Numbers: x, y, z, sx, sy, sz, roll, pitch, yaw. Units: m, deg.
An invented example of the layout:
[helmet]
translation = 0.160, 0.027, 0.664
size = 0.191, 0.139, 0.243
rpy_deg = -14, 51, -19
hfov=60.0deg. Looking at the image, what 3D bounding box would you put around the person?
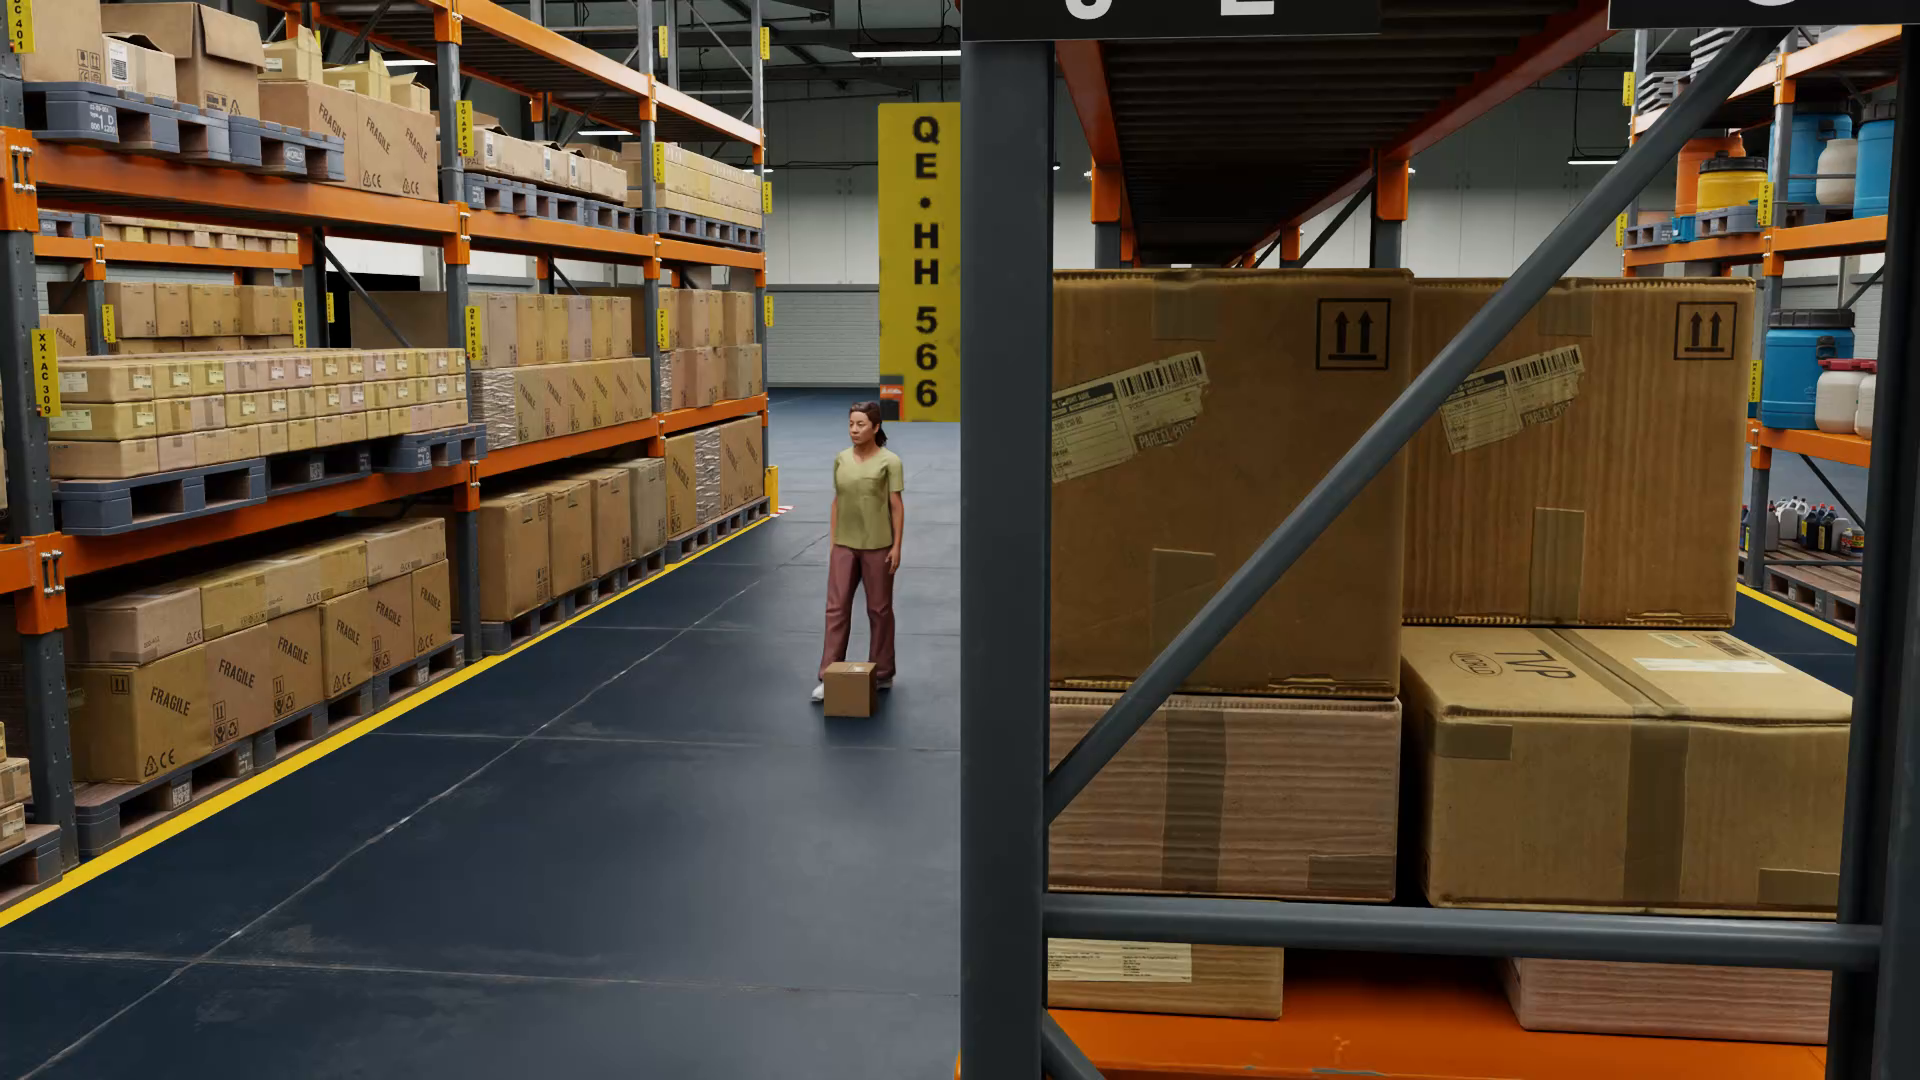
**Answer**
[person]
translation = -0.576, 0.055, 9.366
size = 0.446, 1.664, 0.589
rpy_deg = 3, 8, 19
